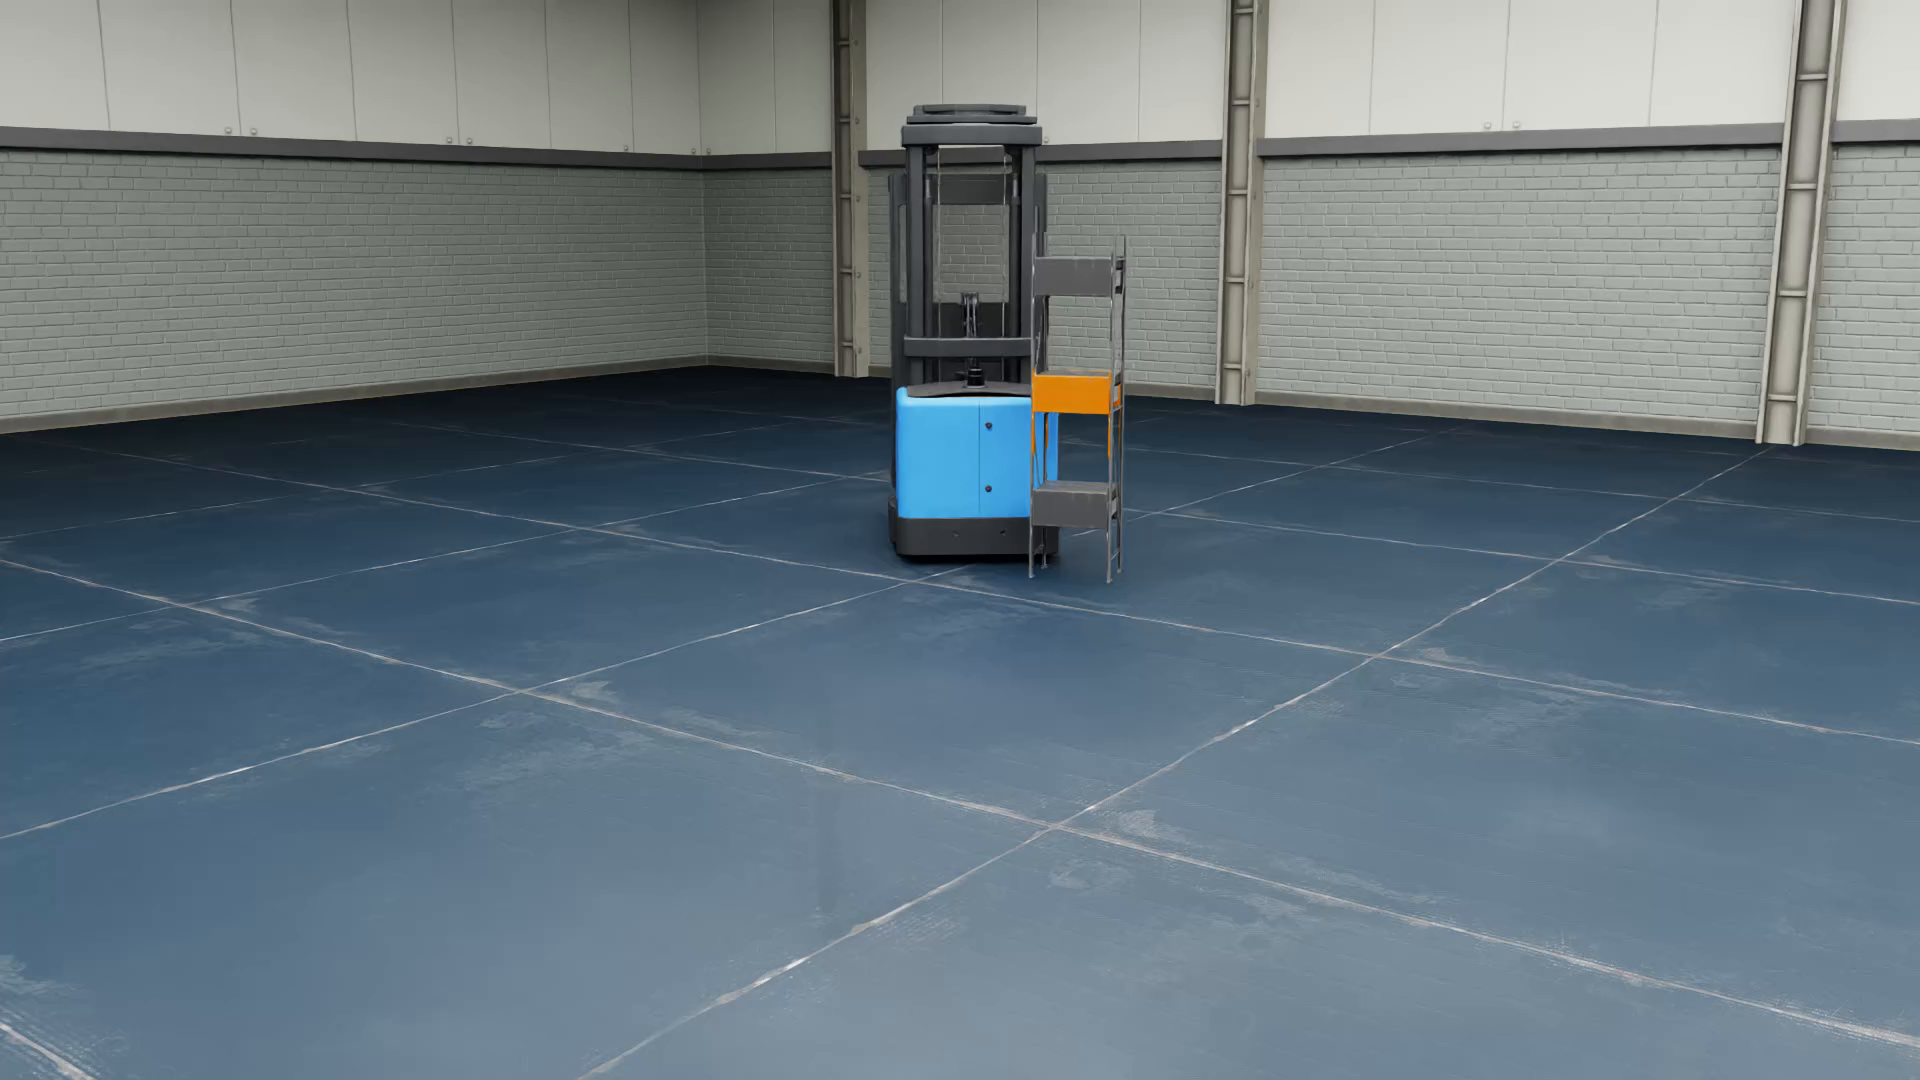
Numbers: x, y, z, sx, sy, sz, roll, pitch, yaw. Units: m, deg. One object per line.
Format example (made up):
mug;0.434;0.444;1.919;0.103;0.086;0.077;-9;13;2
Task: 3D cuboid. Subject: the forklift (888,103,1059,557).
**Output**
forklift;0.045;-1.562;11.885;1.130;2.935;3.031;-1;11;-3

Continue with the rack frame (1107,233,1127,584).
rack frame;0.957;-0.801;10.140;0.015;2.100;0.400;3;11;15

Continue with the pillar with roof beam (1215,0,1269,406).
pillar with roof beam;0.764;-5.400;15.750;0.400;9.000;9.100;8;13;36

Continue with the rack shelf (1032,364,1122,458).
rack shelf;0.723;-0.800;10.207;0.480;0.518;0.431;3;11;15

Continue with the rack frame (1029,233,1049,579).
rack frame;0.488;-0.826;10.269;0.015;2.100;0.400;3;11;15

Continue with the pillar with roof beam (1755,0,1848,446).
pillar with roof beam;5.600;-4.725;12.263;0.400;9.000;9.100;8;13;36

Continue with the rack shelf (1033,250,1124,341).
rack shelf;0.723;-1.487;10.074;0.480;0.518;0.431;3;11;15

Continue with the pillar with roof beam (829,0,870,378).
pillar with roof beam;-4.072;-6.074;19.237;0.400;9.000;9.100;8;13;36

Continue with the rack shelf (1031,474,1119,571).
rack shelf;0.723;-0.112;10.340;0.480;0.518;0.431;3;11;15

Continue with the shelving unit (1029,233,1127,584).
shelving unit;0.723;-0.813;10.204;0.503;2.100;0.431;3;11;15
